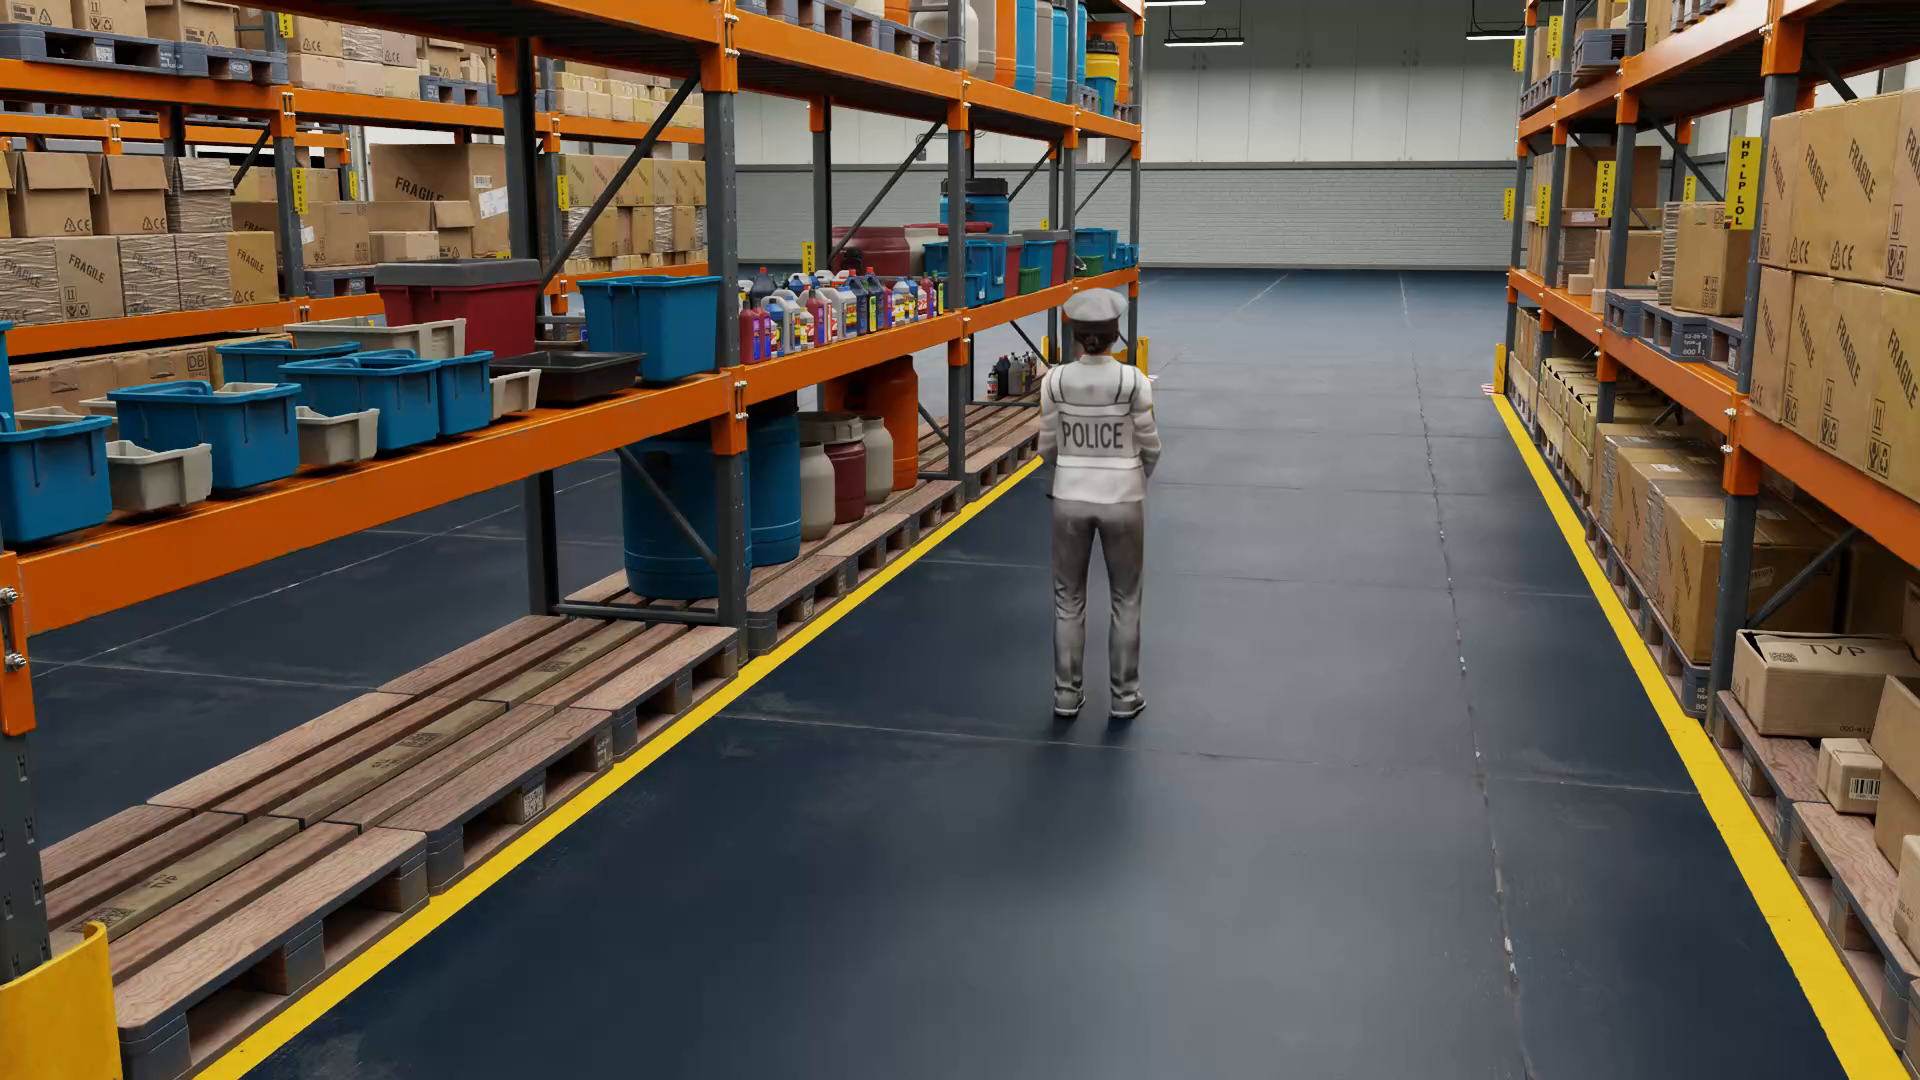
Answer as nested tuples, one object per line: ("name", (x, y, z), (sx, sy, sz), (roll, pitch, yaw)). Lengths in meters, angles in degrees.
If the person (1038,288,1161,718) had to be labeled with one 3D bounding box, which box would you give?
("person", (0.554, -0.147, 6.588), (0.482, 1.692, 0.517), (3, 12, 13))
